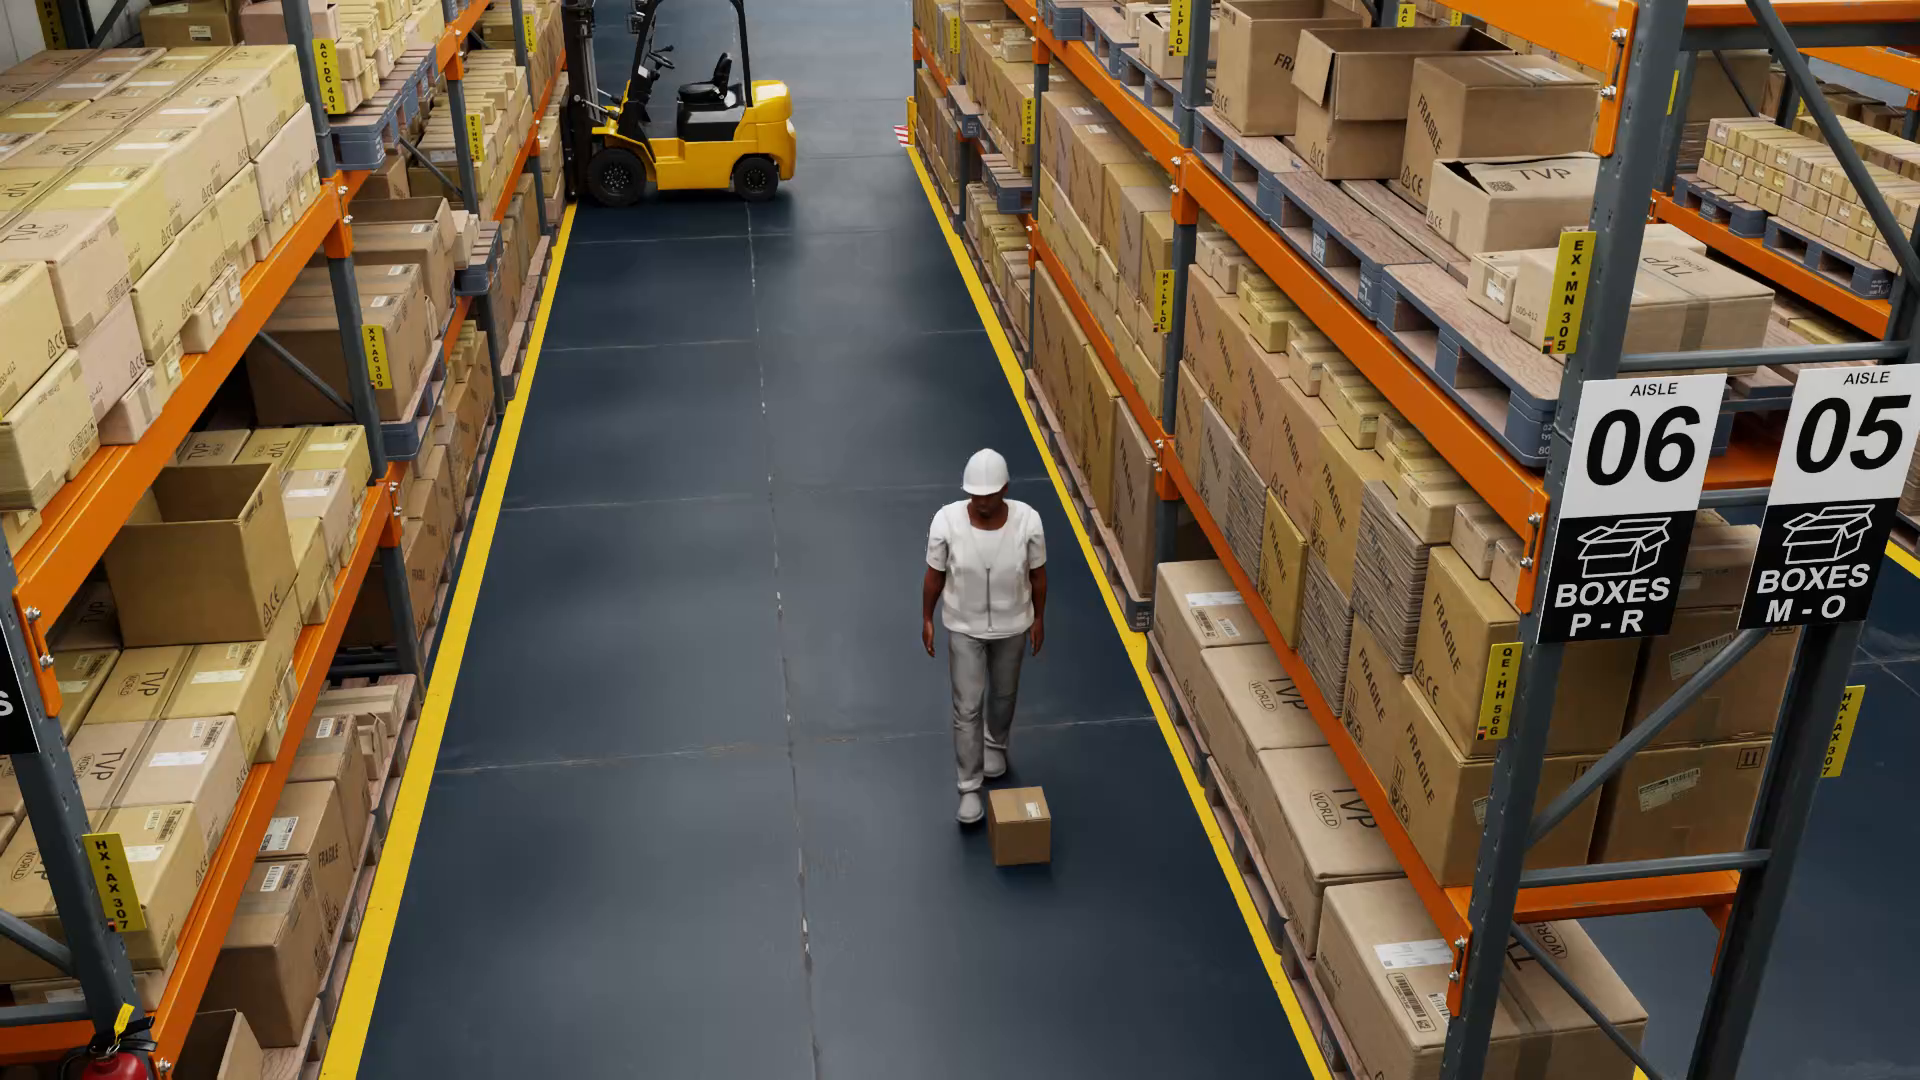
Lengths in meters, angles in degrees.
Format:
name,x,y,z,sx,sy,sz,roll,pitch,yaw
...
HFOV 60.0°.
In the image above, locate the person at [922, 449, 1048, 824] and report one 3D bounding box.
name,x,y,z,sx,sy,sz,roll,pitch,yaw
person,0.125,0.437,7.722,0.592,1.760,0.745,-2,27,-4
